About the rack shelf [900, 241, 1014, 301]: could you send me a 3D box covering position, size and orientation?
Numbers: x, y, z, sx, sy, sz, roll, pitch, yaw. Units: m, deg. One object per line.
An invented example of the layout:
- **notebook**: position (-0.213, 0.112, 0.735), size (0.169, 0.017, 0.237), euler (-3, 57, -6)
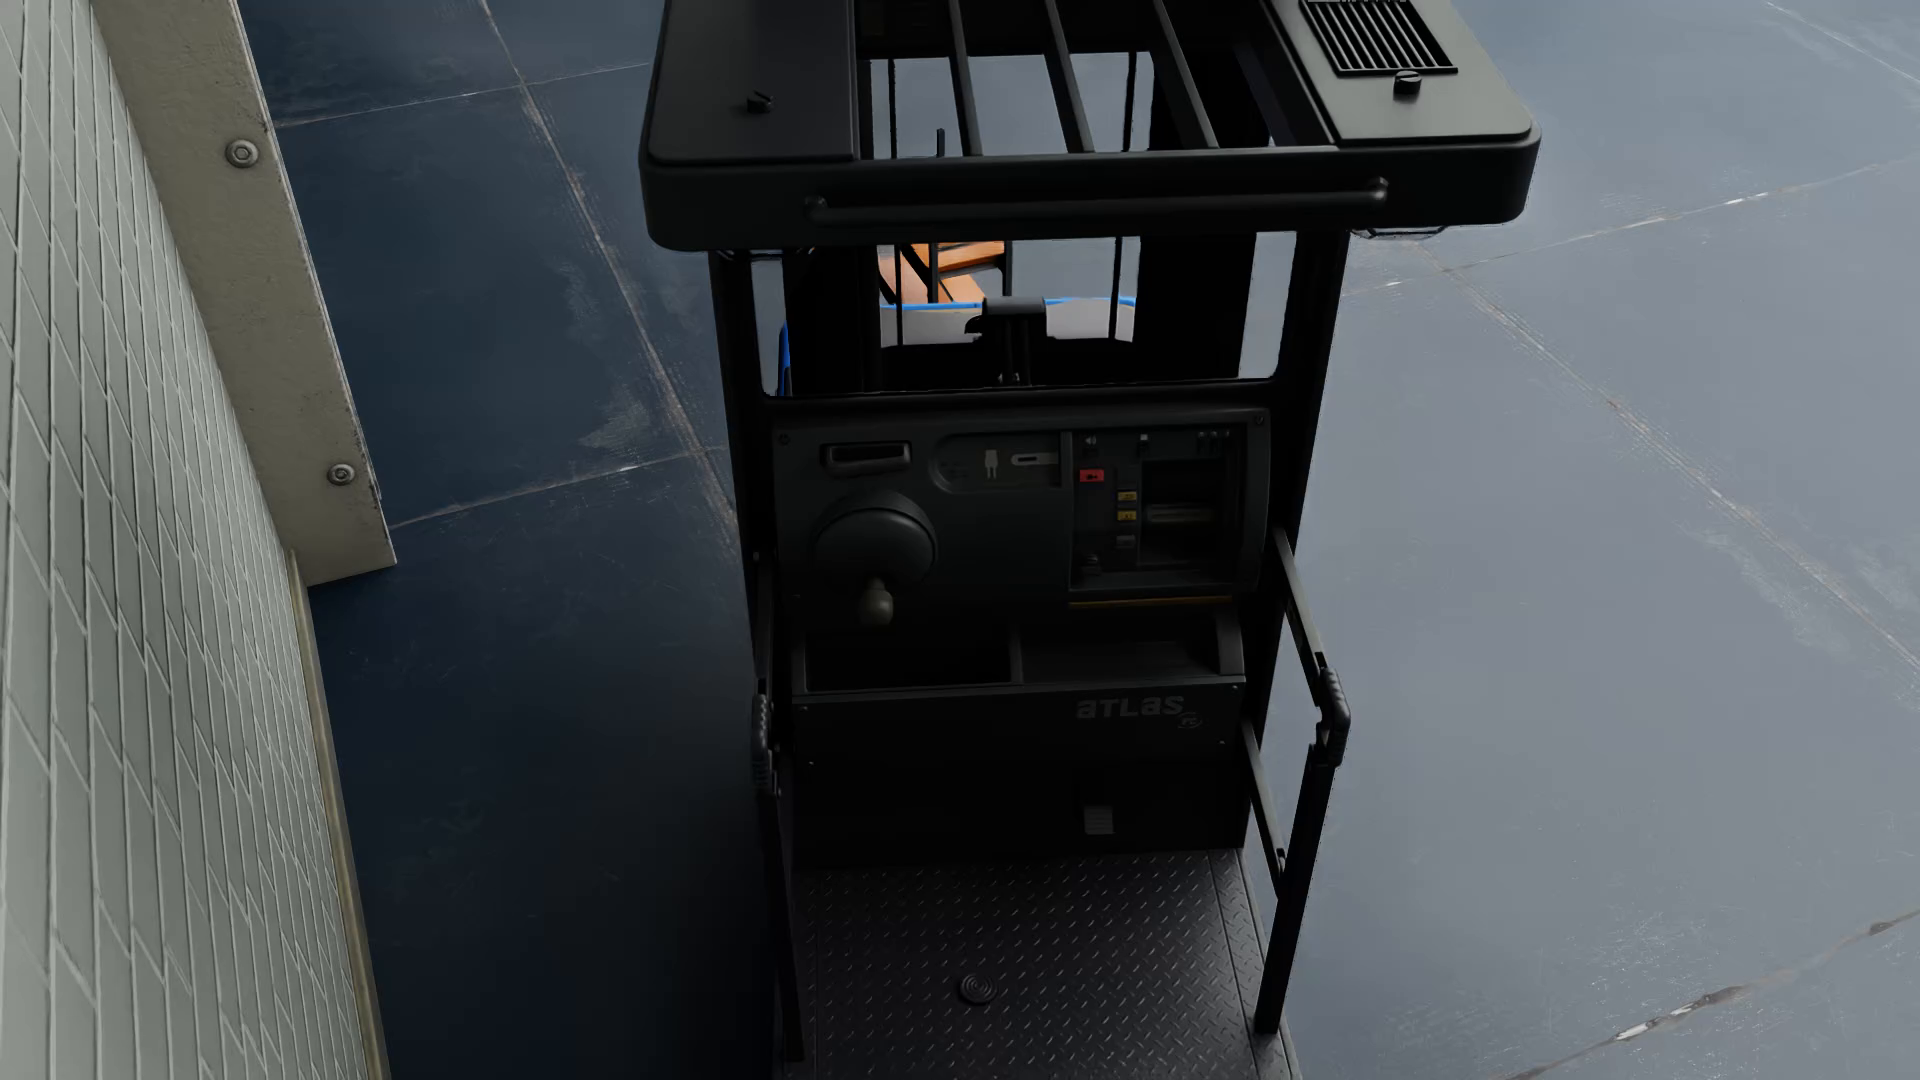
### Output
- **rack shelf**: position (-0.063, -0.853, 4.719), size (0.258, 0.148, 0.480), euler (-15, 43, -17)

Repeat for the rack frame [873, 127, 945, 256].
- **rack frame**: position (-0.157, -0.702, 5.146), size (0.240, 1.200, 0.015), euler (-15, 43, -17)

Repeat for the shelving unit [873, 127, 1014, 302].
- **shelving unit**: position (-0.063, -0.555, 4.975), size (0.258, 1.200, 0.503), euler (-15, 43, -17)

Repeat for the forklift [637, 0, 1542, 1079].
- **forklift**: position (0.135, 0.030, 2.967), size (1.130, 2.935, 3.031), euler (-2, 41, -3)

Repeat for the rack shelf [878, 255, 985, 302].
- **rack shelf**: position (-0.063, -0.673, 4.873), size (0.258, 0.148, 0.480), euler (-15, 43, -17)

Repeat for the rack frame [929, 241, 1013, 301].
- **rack frame**: position (0.030, -0.408, 4.804), size (0.240, 1.200, 0.015), euler (-15, 43, -17)

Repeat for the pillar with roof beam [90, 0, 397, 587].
- **pillar with roof beam**: position (2.011, -4.492, 3.572), size (9.100, 9.000, 0.400), euler (-15, 43, -17)
